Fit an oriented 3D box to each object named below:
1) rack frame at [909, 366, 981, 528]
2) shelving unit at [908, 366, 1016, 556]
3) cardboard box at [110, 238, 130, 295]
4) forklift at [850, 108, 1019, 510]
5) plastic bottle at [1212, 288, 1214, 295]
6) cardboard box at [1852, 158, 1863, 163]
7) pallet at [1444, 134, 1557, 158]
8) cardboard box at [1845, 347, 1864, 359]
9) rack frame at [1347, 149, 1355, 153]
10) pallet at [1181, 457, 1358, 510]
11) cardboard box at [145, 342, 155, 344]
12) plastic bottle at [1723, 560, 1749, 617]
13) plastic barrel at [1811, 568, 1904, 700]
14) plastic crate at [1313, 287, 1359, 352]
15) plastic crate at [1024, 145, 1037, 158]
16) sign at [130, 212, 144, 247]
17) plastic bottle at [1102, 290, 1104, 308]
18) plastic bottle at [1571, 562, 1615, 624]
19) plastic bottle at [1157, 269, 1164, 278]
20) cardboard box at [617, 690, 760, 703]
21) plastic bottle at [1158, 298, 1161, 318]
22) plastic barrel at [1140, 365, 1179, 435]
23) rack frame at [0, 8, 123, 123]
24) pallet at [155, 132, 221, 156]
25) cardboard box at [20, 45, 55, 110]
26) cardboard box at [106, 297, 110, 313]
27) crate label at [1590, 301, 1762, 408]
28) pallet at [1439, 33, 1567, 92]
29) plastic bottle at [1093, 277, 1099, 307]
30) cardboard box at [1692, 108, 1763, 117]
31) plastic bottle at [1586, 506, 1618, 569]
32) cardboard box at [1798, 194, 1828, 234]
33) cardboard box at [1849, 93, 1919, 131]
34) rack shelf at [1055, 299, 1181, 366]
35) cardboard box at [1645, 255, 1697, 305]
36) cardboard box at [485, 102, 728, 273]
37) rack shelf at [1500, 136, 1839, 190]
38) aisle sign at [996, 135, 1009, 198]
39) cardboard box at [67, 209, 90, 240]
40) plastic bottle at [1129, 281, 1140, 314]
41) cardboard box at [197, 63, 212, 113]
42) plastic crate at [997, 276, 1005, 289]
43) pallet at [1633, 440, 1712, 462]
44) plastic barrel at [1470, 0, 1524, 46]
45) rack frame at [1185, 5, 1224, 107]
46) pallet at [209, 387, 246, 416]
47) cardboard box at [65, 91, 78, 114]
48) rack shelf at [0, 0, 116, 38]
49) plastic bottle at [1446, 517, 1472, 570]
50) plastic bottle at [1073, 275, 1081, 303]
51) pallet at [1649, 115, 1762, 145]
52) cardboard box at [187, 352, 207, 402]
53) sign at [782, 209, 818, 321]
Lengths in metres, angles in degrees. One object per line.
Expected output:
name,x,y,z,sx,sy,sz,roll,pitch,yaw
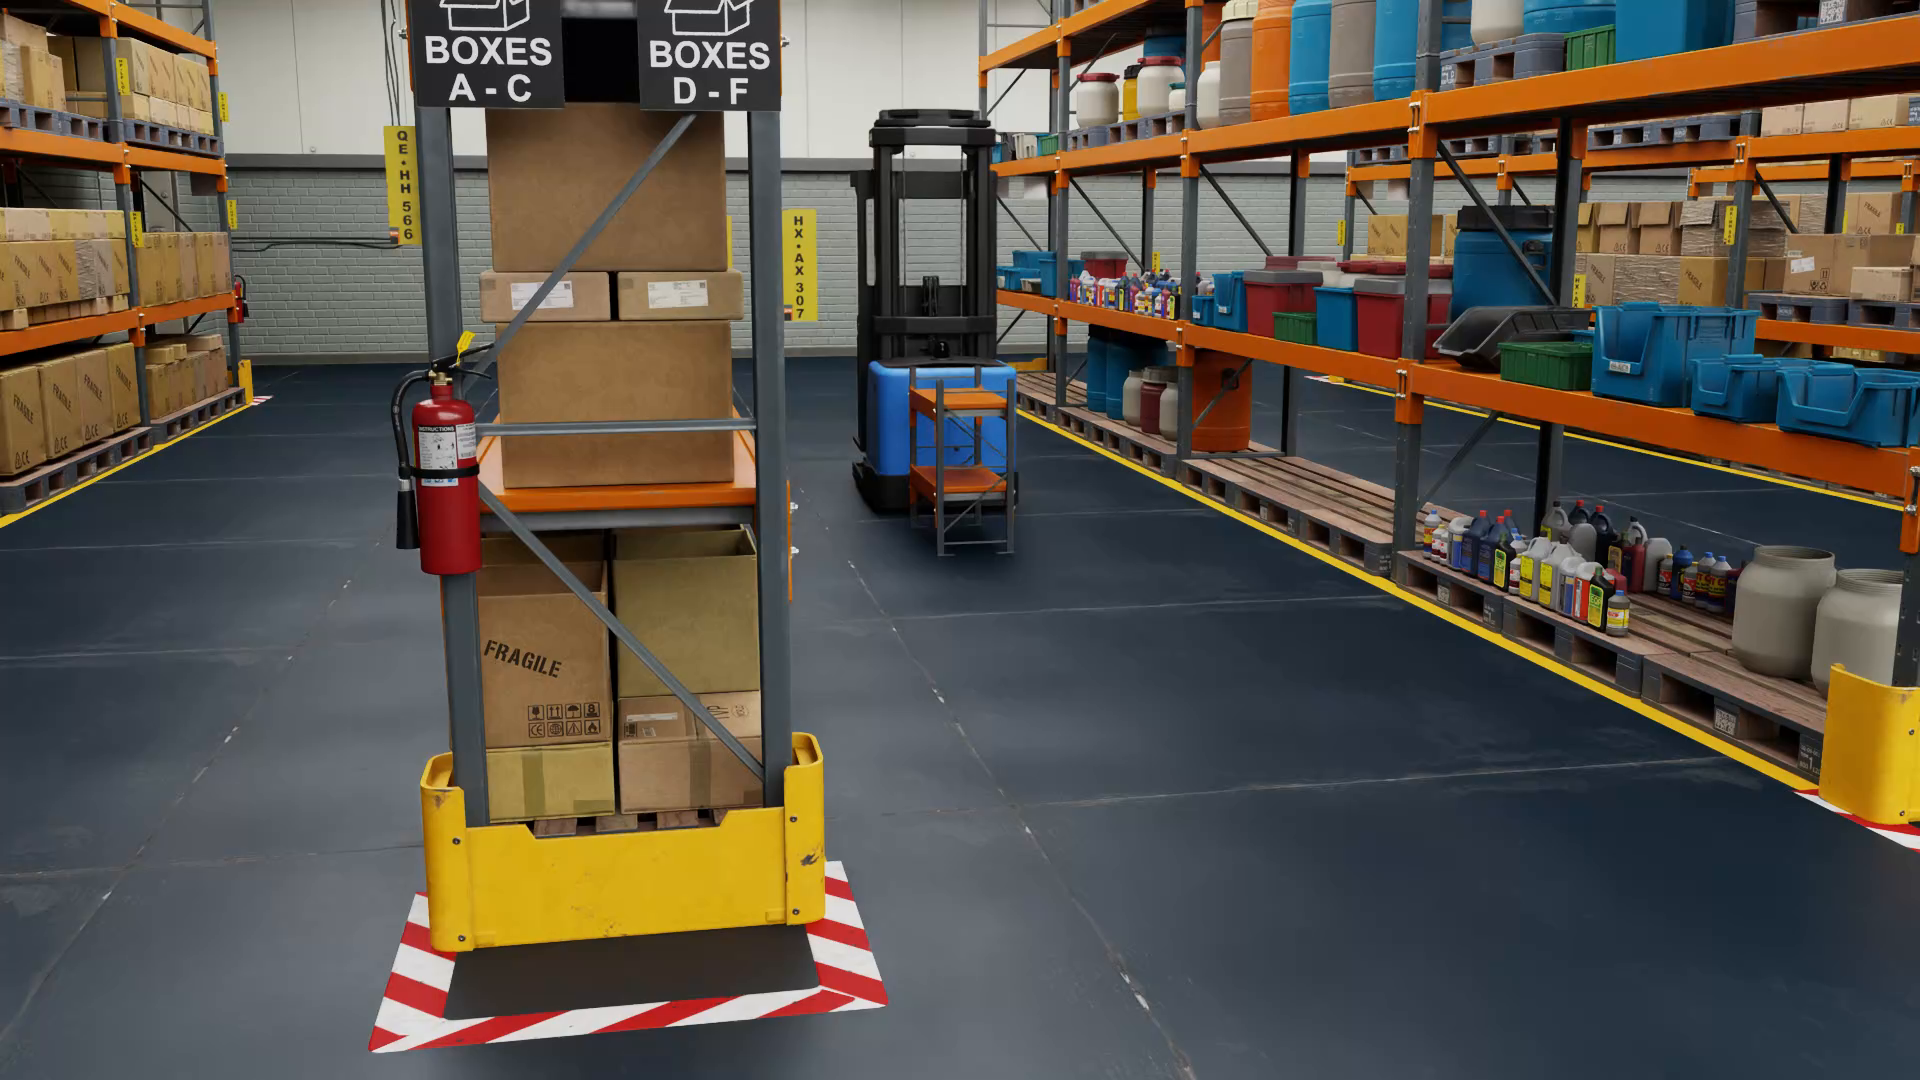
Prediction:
rack frame,-0.100,-0.647,11.588,0.500,1.125,0.032,-2,11,-11
shelving unit,-0.001,-0.554,11.098,0.538,1.125,1.048,-2,11,-11
cardboard box,-7.871,-2.473,15.050,0.500,0.500,0.500,-2,11,-12
forklift,-0.289,-1.889,13.280,1.130,2.935,3.031,-2,11,-8
plastic bottle,2.341,-2.217,15.136,0.061,0.283,0.133,-2,11,-11
cardboard box,10.807,-4.618,19.813,0.500,0.250,0.500,-2,11,-11
pallet,6.219,-4.464,18.843,1.003,0.211,1.213,-2,11,-11
cardboard box,10.840,-2.245,19.878,0.380,0.149,0.250,-2,11,-10
rack frame,5.590,-6.564,21.618,1.000,3.000,0.127,-2,11,-11
pallet,2.401,-0.457,13.031,1.003,0.211,1.213,-2,11,-11
cardboard box,-8.675,-1.986,17.435,0.380,0.149,0.250,-2,11,-12
plastic bottle,3.771,0.230,8.056,0.061,0.283,0.133,-2,11,-10
plastic barrel,3.641,0.395,6.628,0.421,0.512,0.421,0,11,0
plastic crate,2.546,-1.419,10.674,0.392,0.384,0.575,-2,11,-11
plastic crate,0.889,-4.267,18.275,0.293,0.136,0.466,-2,11,-11
sign,-7.678,-2.895,15.498,0.100,0.325,0.005,-2,11,-11
plastic bottle,1.402,-2.315,15.869,0.097,0.201,0.097,0,11,0
plastic bottle,3.035,0.251,7.963,0.152,0.276,0.135,-2,11,-11
plastic bottle,2.010,-2.523,16.560,0.144,0.351,0.185,-2,11,-11
cardboard box,-1.003,0.623,6.130,0.500,0.250,0.500,-2,11,-11
plastic bottle,1.741,-1.995,14.188,0.097,0.201,0.097,0,11,0
plastic barrel,1.956,-1.288,15.266,0.600,0.588,0.708,-2,11,-11
rack frame,-8.208,-5.290,14.924,1.000,3.000,0.127,-2,11,-11
pallet,-8.831,-4.371,18.355,1.003,0.211,1.213,-2,11,-11
cardboard box,-7.973,-3.817,13.761,0.700,0.500,0.500,-2,11,-12
cardboard box,-7.786,-2.083,14.739,0.380,0.149,0.250,-2,11,-9
crate label,3.221,-0.848,7.534,0.502,0.435,0.616,-2,11,-11
pallet,3.302,-2.488,8.730,1.213,0.211,1.003,-2,11,-11
plastic bottle,1.336,-2.401,16.098,0.061,0.283,0.133,-2,11,-11
cardboard box,6.957,-3.990,14.715,0.797,0.503,0.637,-1,11,-8
plastic bottle,3.511,-0.008,9.126,0.144,0.351,0.185,-3,11,-14
cardboard box,10.705,-3.997,20.438,0.500,0.500,0.500,-2,11,-10
cardboard box,7.197,-3.266,12.714,0.500,0.250,0.500,-2,11,-10
rack shelf,1.899,-1.983,15.518,1.077,0.370,4.000,-2,11,-11
cardboard box,6.716,-2.372,15.370,0.500,0.500,0.500,-2,11,-12
cardboard box,-1.104,-1.105,5.245,0.700,0.500,0.500,-2,11,-11
rack shelf,6.757,-3.637,16.184,1.077,0.370,4.000,-2,11,-11
aisle sign,0.427,-4.717,21.002,0.394,0.787,0.004,-2,11,-11
cardboard box,-7.677,-2.653,13.989,0.500,0.250,0.500,-2,11,-10
plastic bottle,1.568,-2.181,14.944,0.061,0.283,0.133,-2,11,-11
cardboard box,-8.576,-4.976,18.301,0.500,0.500,0.500,-2,11,-11
plastic crate,0.570,-3.094,19.972,0.250,0.136,0.298,-2,11,-11
pallet,7.067,-0.927,15.505,1.003,0.211,1.213,-2,11,-11
plastic barrel,2.957,-2.885,8.887,0.421,0.512,0.421,0,11,0
rack frame,2.288,-4.917,12.963,1.000,3.000,0.127,-2,11,-11
pallet,-8.754,-1.563,18.845,1.003,0.211,1.213,-2,11,-11
cardboard box,-8.571,-4.116,15.785,0.500,0.250,0.500,-2,11,-10
rack shelf,-7.819,-4.374,13.102,1.077,0.370,4.000,-2,11,-11
plastic bottle,2.788,0.018,9.186,0.152,0.276,0.135,-2,11,-9
plastic bottle,1.189,-2.539,16.826,0.061,0.283,0.133,-2,11,-11
pallet,6.969,-3.647,14.818,1.213,0.211,1.003,-2,11,-8
cardboard box,-8.556,-1.746,17.912,0.700,0.500,0.500,-2,11,-13
sign,-0.470,-0.806,4.884,0.100,0.325,0.005,-2,11,-11
